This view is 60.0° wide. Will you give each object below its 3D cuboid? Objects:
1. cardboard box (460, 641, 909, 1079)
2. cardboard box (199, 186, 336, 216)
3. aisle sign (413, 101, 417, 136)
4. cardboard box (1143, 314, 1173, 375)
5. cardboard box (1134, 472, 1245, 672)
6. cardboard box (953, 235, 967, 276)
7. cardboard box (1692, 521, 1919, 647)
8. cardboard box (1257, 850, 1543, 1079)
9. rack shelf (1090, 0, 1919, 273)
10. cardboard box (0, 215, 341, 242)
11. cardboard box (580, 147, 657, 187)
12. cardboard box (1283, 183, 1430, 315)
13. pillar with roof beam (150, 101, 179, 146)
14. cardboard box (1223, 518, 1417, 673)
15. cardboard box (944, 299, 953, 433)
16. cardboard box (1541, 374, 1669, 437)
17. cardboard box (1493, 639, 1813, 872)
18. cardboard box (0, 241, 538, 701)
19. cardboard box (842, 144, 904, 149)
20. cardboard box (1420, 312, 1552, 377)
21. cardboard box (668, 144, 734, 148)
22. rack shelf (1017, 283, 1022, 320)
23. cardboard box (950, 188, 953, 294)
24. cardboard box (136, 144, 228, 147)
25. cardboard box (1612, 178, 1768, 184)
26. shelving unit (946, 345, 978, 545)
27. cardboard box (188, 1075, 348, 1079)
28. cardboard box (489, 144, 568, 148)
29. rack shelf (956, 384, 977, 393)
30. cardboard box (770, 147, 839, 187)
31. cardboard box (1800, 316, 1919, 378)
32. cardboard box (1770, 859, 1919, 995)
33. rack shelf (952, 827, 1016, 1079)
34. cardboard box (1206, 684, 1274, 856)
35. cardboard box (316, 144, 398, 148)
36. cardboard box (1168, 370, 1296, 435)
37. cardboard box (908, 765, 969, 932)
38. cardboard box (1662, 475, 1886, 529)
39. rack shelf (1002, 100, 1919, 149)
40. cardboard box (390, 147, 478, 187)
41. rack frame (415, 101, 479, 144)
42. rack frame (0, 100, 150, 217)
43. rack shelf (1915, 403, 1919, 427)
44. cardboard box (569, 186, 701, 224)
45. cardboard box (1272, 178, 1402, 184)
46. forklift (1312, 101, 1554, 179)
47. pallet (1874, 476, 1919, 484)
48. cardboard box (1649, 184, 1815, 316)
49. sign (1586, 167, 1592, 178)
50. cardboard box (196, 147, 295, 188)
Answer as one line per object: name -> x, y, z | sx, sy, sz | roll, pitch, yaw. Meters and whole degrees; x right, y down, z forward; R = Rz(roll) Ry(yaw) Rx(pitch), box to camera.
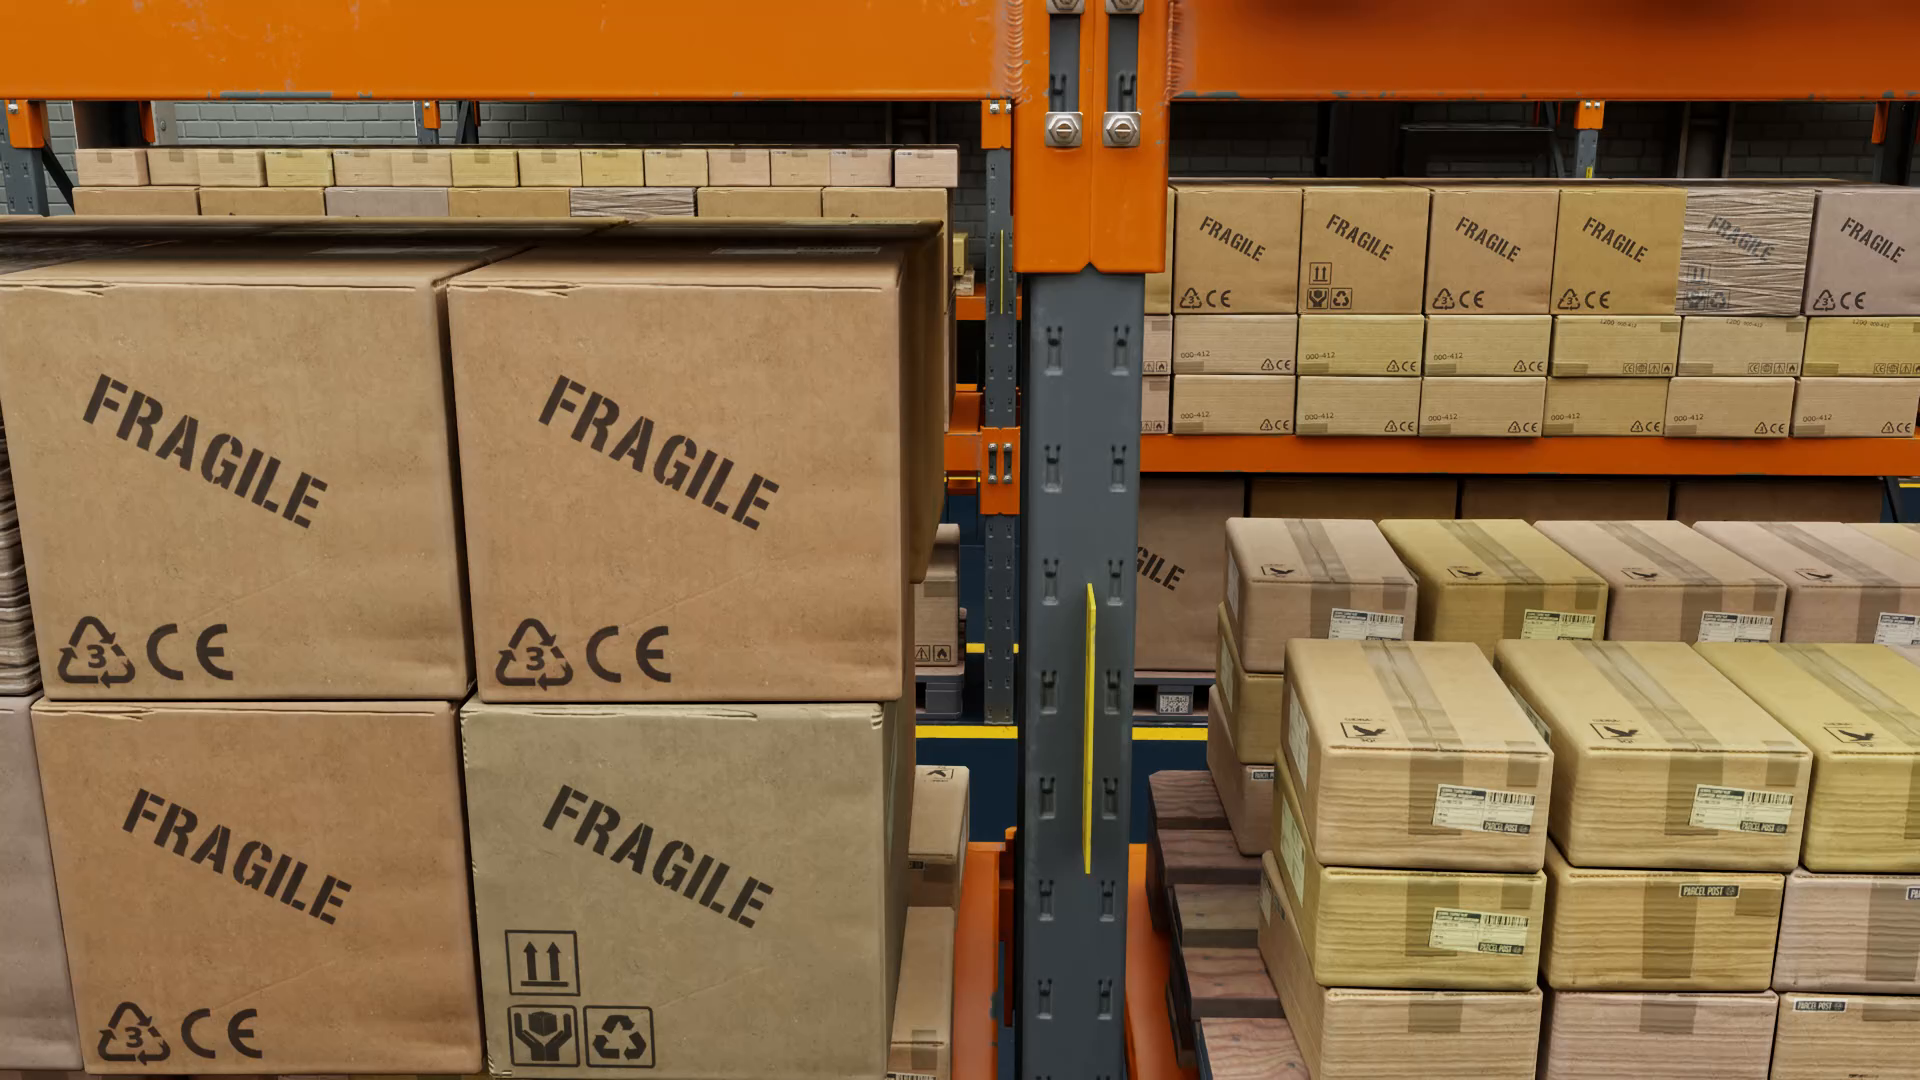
cardboard box -> -0.335, 0.376, 2.257 | 0.500, 0.500, 0.500 | 0, 15, 2
cardboard box -> -2.828, -1.245, 7.021 | 0.500, 0.500, 0.500 | 0, 15, 0
aisle sign -> -3.770, -3.238, 11.639 | 0.004, 0.787, 0.394 | 0, 15, 1
cardboard box -> 0.614, -0.858, 7.028 | 0.500, 0.250, 0.500 | 0, 15, 0
cardboard box -> 0.803, 0.044, 7.635 | 0.875, 0.875, 0.875 | 1, 15, 3
cardboard box -> -0.211, -2.042, 11.912 | 0.500, 0.250, 0.500 | 1, 15, 3
cardboard box -> 1.351, 0.088, 2.630 | 0.250, 0.149, 0.380 | 0, 15, 1
cardboard box -> 0.538, 0.537, 2.093 | 0.250, 0.149, 0.380 | 0, 15, -1
rack shelf -> 2.155, -0.590, 2.228 | 4.000, 0.370, 1.077 | 0, 15, 1
cardboard box -> -1.311, -0.252, 2.677 | 0.500, 0.500, 0.500 | 1, 15, 2
cardboard box -> -1.411, -1.555, 6.925 | 0.250, 0.149, 0.380 | 0, 15, 0
cardboard box -> 1.624, -1.219, 6.926 | 0.500, 0.500, 0.500 | 0, 15, 0
pillar with roof beam -> -6.477, -4.106, 8.264 | 0.400, 9.000, 9.100 | 0, 15, 1
cardboard box -> 0.562, 0.083, 2.650 | 0.250, 0.149, 0.380 | 1, 15, 4
cardboard box -> -0.289, -0.750, 7.107 | 0.500, 0.500, 0.500 | 1, 15, 2
cardboard box -> 2.654, -0.609, 7.063 | 0.500, 0.250, 0.500 | 0, 15, 1
cardboard box -> 0.817, 0.250, 2.016 | 0.250, 0.149, 0.380 | 1, 15, 3
cardboard box -> -0.838, -0.113, 2.148 | 0.500, 0.500, 0.500 | 0, 15, 0
cardboard box -> -0.384, -1.675, 7.382 | 0.250, 0.149, 0.380 | 1, 15, 2
cardboard box -> 2.145, -0.849, 6.993 | 0.500, 0.250, 0.500 | 0, 15, 0
cardboard box -> -1.153, -1.693, 7.448 | 0.250, 0.149, 0.380 | 0, 15, 0
rack shelf -> 2.303, -1.669, 12.196 | 4.000, 0.370, 1.077 | 0, 15, 1
cardboard box -> -0.289, -1.361, 7.461 | 0.500, 0.500, 0.500 | 0, 15, 2
cardboard box -> -3.454, -1.684, 7.416 | 0.250, 0.149, 0.380 | 1, 15, 2
cardboard box -> 3.197, -1.336, 7.368 | 0.500, 0.500, 0.500 | 0, 15, 2
shelving unit -> 0.014, -0.580, 10.187 | 0.189, 1.200, 0.258 | 0, 15, 1
cardboard box -> -0.918, 0.668, 2.419 | 0.250, 0.149, 0.380 | 0, 15, 0
cardboard box -> -1.915, -1.683, 7.413 | 0.250, 0.149, 0.380 | 1, 15, 3
rack shelf -> 0.014, -0.885, 10.106 | 0.180, 0.103, 0.258 | 0, 15, 1
cardboard box -> -0.645, -1.564, 6.960 | 0.250, 0.149, 0.380 | 0, 15, 1
cardboard box -> 3.689, -0.846, 6.979 | 0.500, 0.250, 0.500 | 0, 15, 1
cardboard box -> 1.055, 0.396, 2.044 | 0.250, 0.149, 0.380 | 1, 15, 3
rack shelf -> -1.844, 0.834, 2.710 | 4.000, 0.370, 1.077 | 0, 15, 1
cardboard box -> 0.558, 0.370, 2.729 | 0.250, 0.149, 0.380 | 0, 15, 0
cardboard box -> -2.688, -1.696, 7.462 | 0.250, 0.149, 0.380 | 1, 15, 3
cardboard box -> 1.132, -0.618, 7.098 | 0.500, 0.250, 0.500 | 0, 15, 0
cardboard box -> -0.119, 0.535, 2.924 | 0.250, 0.149, 0.380 | 1, 15, 3
cardboard box -> 3.491, 0.061, 7.572 | 0.875, 0.875, 0.875 | 0, 15, 1
rack shelf -> 2.180, -1.853, 7.015 | 4.000, 0.370, 1.077 | 0, 15, 1
cardboard box -> -2.173, -1.550, 6.909 | 0.250, 0.149, 0.380 | 1, 15, 2
rack frame -> -3.695, -2.056, 12.252 | 0.127, 3.000, 1.000 | 0, 15, 1
rack frame -> -3.818, -0.790, 7.455 | 0.127, 3.000, 1.000 | 0, 15, 1
rack shelf -> 6.179, -0.377, 7.299 | 4.000, 0.370, 1.077 | 0, 15, 1
cardboard box -> -1.314, -1.235, 6.984 | 0.500, 0.500, 0.500 | 1, 15, 2
cardboard box -> 1.658, -1.347, 7.410 | 0.500, 0.500, 0.500 | 1, 15, 3
forklift -> 2.778, -1.348, 9.704 | 3.031, 2.935, 1.130 | 1, 15, 5
pallet -> 6.341, -0.632, 12.320 | 1.213, 0.211, 1.003 | 0, 15, 1
cardboard box -> 3.143, -1.208, 6.881 | 0.500, 0.500, 0.500 | 1, 15, 2
sign -> 4.298, -2.387, 11.393 | 0.005, 0.325, 0.100 | 0, 15, 1
cardboard box -> -2.949, -1.548, 6.900 | 0.250, 0.149, 0.380 | 1, 15, 3
